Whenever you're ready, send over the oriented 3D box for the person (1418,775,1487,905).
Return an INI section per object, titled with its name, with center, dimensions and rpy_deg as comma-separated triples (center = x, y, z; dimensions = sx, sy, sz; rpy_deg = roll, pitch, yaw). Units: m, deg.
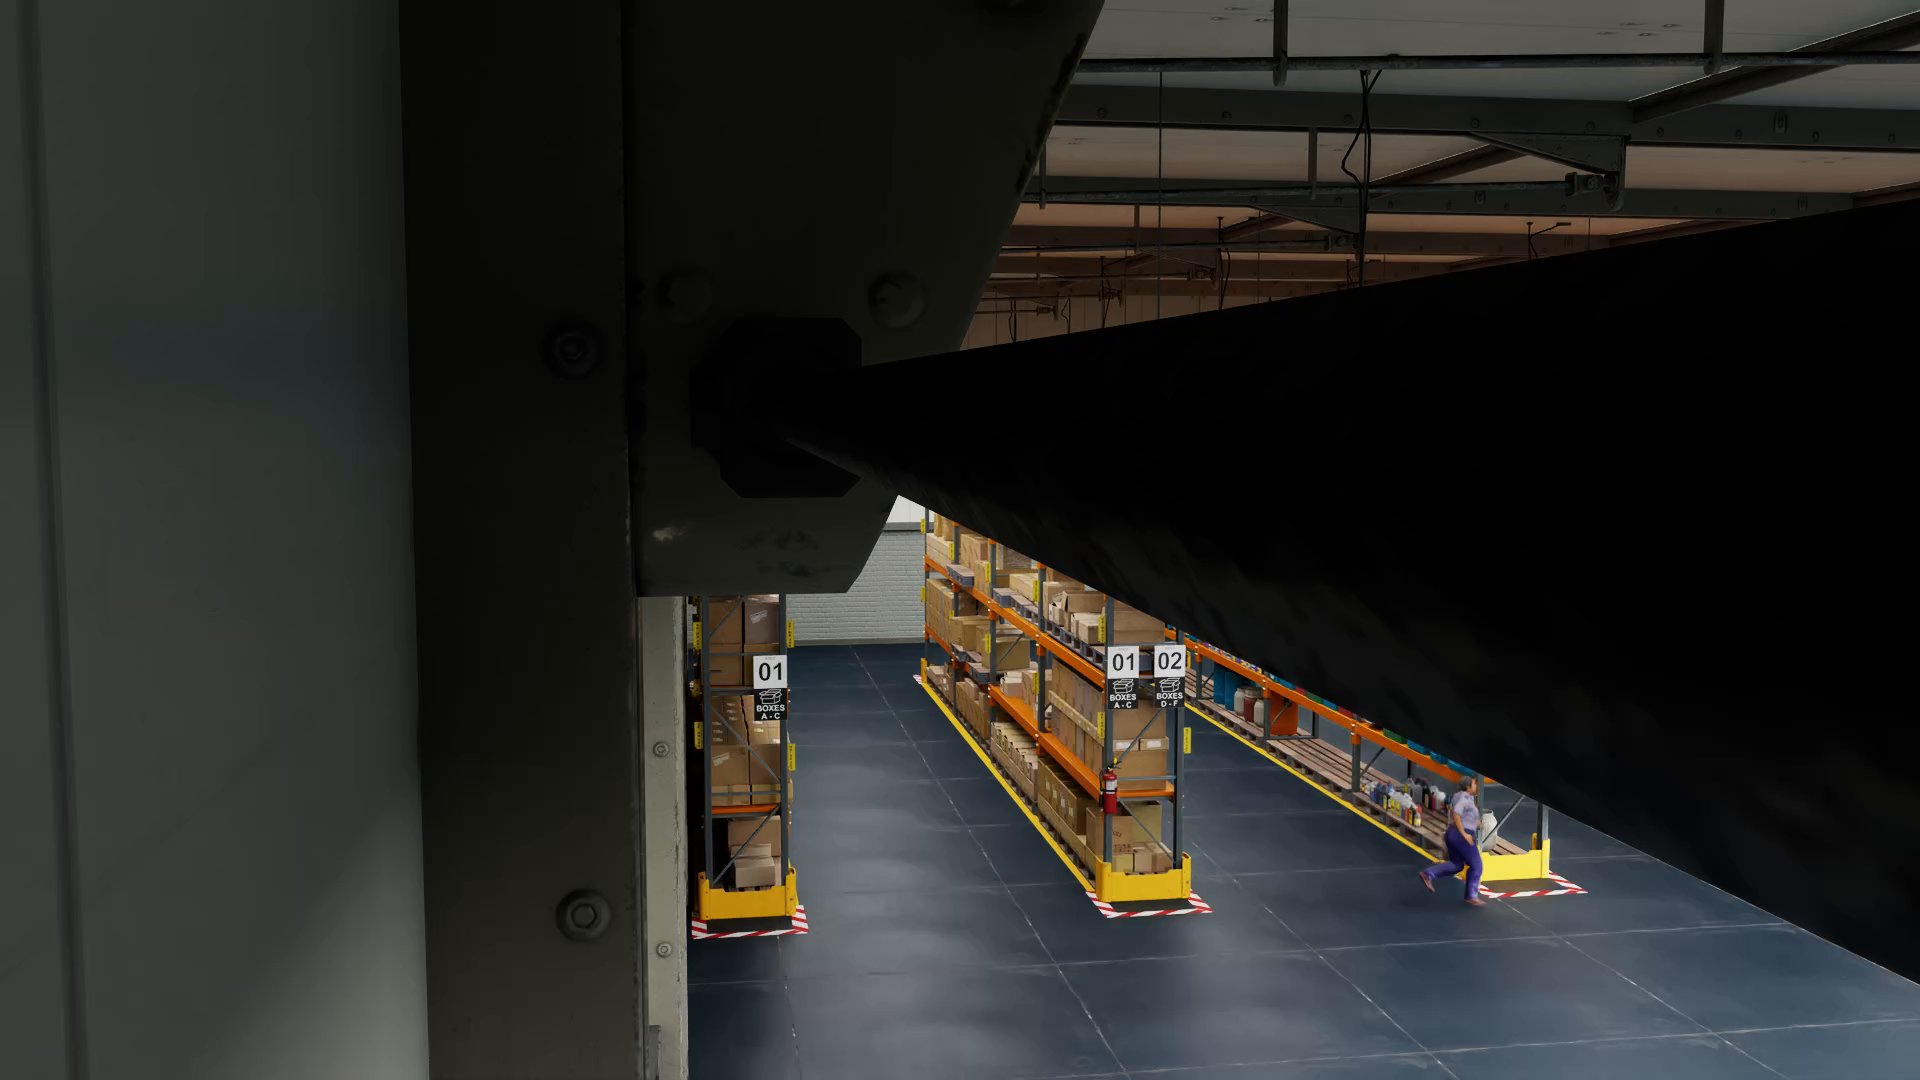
[person]
center = 6.149, 3.721, 20.633
dimensions = 0.805, 1.631, 0.591
rpy_deg = 0, 5, 2
